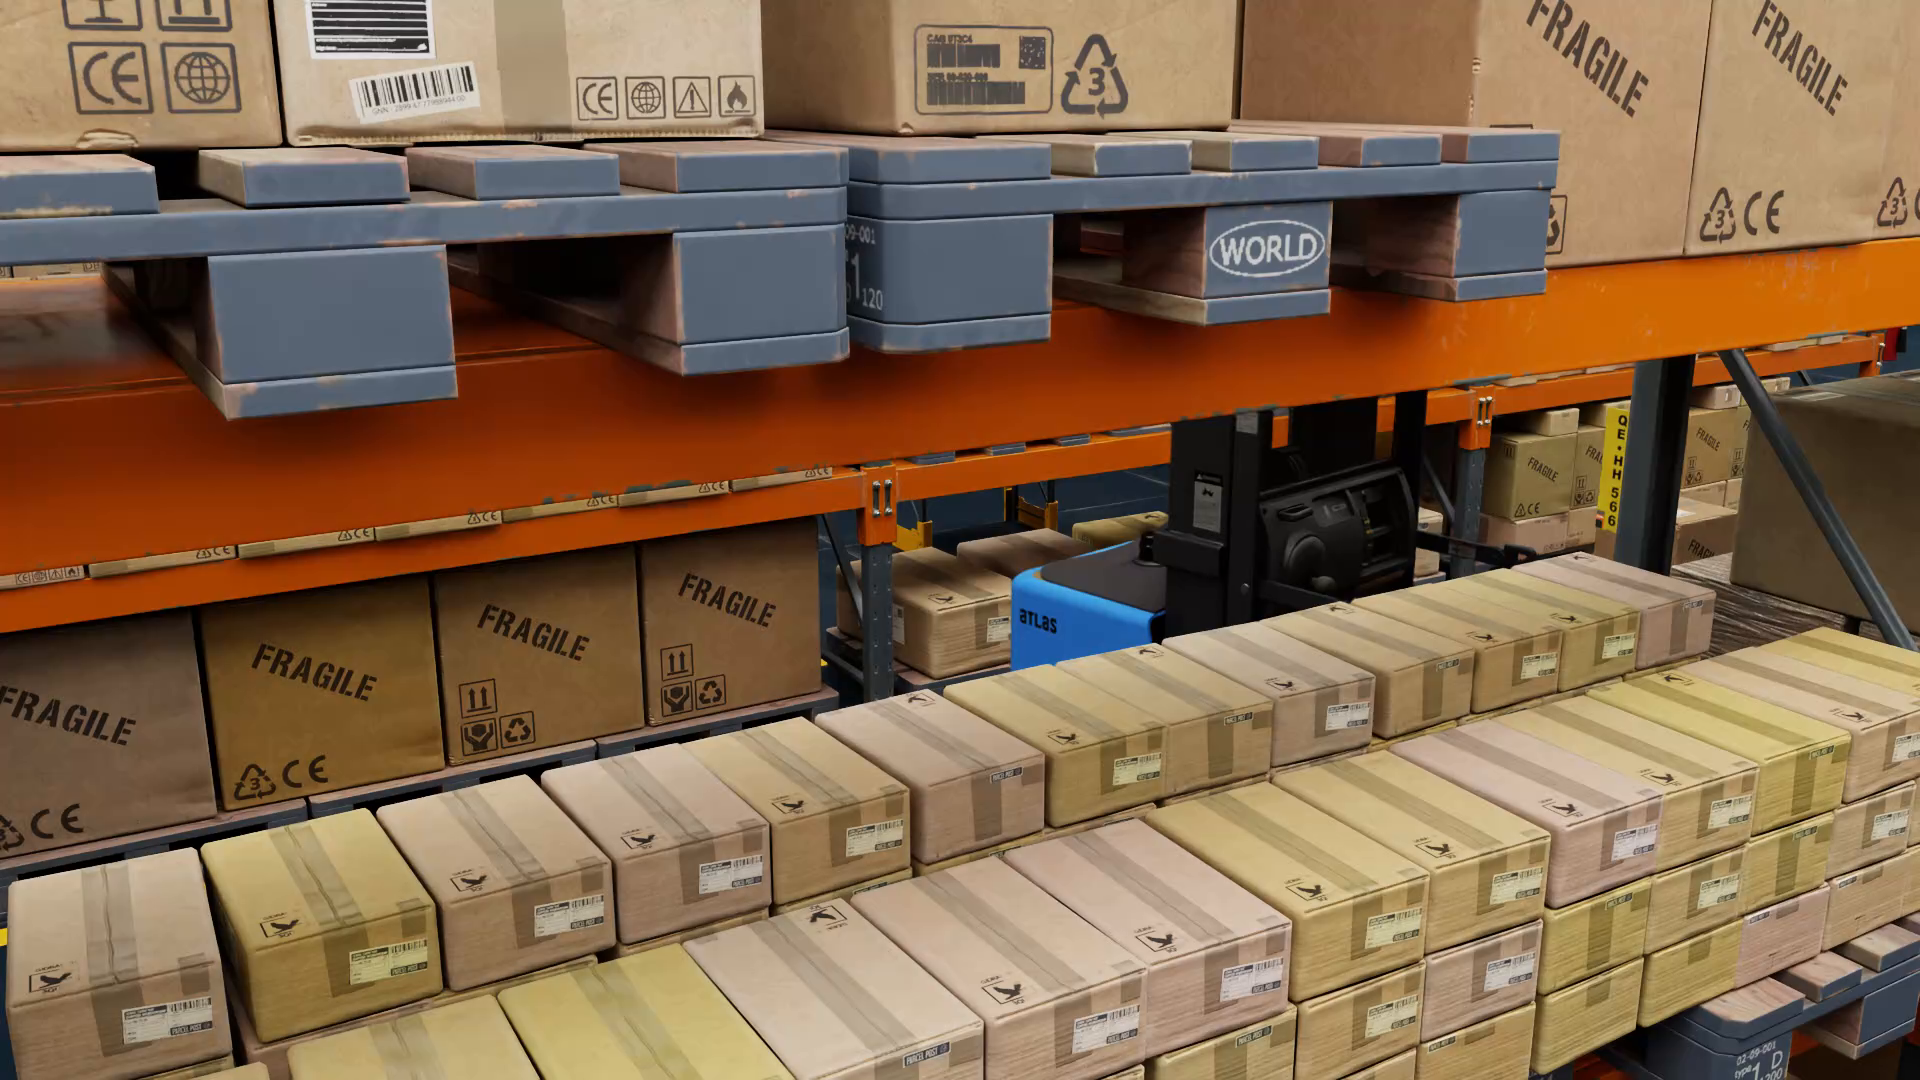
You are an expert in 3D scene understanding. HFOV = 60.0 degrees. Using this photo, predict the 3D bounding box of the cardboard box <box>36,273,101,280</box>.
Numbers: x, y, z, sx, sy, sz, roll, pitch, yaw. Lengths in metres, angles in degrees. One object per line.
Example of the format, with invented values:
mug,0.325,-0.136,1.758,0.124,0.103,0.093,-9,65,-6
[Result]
cardboard box,-3.363,-0.792,6.641,0.500,0.500,0.500,-9,18,-29

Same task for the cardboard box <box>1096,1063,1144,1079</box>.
cardboard box,0.049,0.743,2.339,0.250,0.149,0.380,-8,18,-27

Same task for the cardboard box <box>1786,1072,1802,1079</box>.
cardboard box,1.557,1.302,3.670,0.500,0.250,0.500,-10,18,-31

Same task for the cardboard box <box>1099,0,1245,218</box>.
cardboard box,0.531,-0.826,3.058,0.500,0.500,0.500,-9,18,-30

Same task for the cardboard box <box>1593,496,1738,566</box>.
cardboard box,3.744,0.066,8.846,0.500,0.500,0.500,-9,18,-30

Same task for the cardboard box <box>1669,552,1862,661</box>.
cardboard box,2.256,0.333,4.478,0.500,0.500,0.500,-9,18,-30

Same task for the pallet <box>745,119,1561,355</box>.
pallet,0.051,-0.498,2.418,1.003,0.211,1.213,-9,18,-30

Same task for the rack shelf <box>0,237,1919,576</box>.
rack shelf,0.294,-0.314,2.747,4.000,0.370,1.077,-9,18,-30

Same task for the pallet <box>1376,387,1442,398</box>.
pallet,2.071,-1.016,9.832,1.213,0.211,1.003,-9,18,-30

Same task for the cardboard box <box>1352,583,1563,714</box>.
cardboard box,1.071,0.229,3.620,0.250,0.149,0.380,-9,18,-30

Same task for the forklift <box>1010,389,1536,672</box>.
forklift,1.574,-0.037,6.111,1.130,2.935,3.031,-14,21,-41

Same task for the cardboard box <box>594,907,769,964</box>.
cardboard box,-0.509,0.627,2.752,0.250,0.149,0.380,-10,18,-32

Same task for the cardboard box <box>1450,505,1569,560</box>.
cardboard box,3.446,-0.079,10.449,0.500,0.250,0.500,-10,19,-32

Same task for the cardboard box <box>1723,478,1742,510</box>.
cardboard box,5.228,-0.370,11.490,0.500,0.250,0.500,-9,18,-30

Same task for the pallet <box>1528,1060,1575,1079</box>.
pallet,0.333,0.883,3.057,1.213,0.211,1.003,-9,18,-30

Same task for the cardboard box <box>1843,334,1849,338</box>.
cardboard box,6.020,-1.515,11.721,0.250,0.149,0.380,-9,18,-28

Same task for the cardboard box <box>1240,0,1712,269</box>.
cardboard box,0.797,-0.707,2.632,0.500,0.500,0.500,-9,18,-30

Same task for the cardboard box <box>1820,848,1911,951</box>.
cardboard box,1.609,0.634,3.278,0.250,0.149,0.380,-9,18,-30

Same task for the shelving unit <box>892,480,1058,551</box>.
shelving unit,0.065,-0.733,11.245,1.083,1.500,0.587,-9,18,-30

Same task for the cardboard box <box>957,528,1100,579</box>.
cardboard box,0.491,0.258,9.024,0.625,0.372,0.950,-10,18,-31

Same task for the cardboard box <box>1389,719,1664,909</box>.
cardboard box,0.947,0.454,2.819,0.250,0.149,0.380,-9,18,-30

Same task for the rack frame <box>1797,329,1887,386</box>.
rack frame,6.230,-1.737,12.049,0.127,3.000,1.000,-9,18,-30

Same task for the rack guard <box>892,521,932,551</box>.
rack guard,-0.362,-0.062,11.167,0.087,0.250,0.587,-9,18,-30

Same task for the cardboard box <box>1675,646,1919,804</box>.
cardboard box,1.608,0.347,3.199,0.250,0.149,0.380,-9,18,-30

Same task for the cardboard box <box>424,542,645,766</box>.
cardboard box,-2.029,0.396,7.599,0.875,0.875,0.875,-9,18,-29

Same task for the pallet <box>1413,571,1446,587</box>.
pallet,2.135,0.270,10.054,1.213,0.211,1.003,-9,18,-30

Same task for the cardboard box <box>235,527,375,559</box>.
cardboard box,-2.653,-0.137,6.618,0.500,0.250,0.500,-9,18,-30

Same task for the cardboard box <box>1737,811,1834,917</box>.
cardboard box,1.368,0.531,3.096,0.250,0.149,0.380,-9,18,-28

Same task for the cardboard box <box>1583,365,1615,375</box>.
cardboard box,3.868,-1.147,10.409,0.250,0.149,0.380,-9,18,-28

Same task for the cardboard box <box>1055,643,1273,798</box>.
cardboard box,0.387,0.341,3.221,0.250,0.149,0.380,-9,18,-28

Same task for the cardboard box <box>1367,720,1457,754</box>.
cardboard box,0.816,0.414,3.513,0.250,0.149,0.380,-9,18,-29

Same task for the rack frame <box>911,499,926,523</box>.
rack frame,-0.363,-0.663,10.998,0.032,1.500,0.500,-9,18,-30

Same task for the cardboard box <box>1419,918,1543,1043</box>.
cardboard box,0.715,0.636,2.721,0.250,0.149,0.380,-9,18,-28

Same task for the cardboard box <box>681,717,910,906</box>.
cardboard box,-0.287,0.451,2.830,0.250,0.149,0.380,-10,18,-32

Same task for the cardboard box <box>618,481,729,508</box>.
cardboard box,-1.357,-0.348,7.371,0.500,0.250,0.500,-9,18,-29

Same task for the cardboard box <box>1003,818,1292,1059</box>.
cardboard box,0.262,0.566,2.417,0.250,0.149,0.380,-8,18,-28

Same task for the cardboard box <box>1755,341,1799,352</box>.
cardboard box,5.424,-1.380,11.241,0.250,0.149,0.380,-9,18,-29

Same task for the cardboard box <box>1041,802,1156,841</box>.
cardboard box,0.158,0.520,3.132,0.250,0.149,0.380,-8,18,-28

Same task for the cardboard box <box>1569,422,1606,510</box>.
cardboard box,3.899,-0.517,10.623,0.500,0.500,0.500,-8,18,-27

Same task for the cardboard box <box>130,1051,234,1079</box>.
cardboard box,-1.181,0.737,2.360,0.250,0.149,0.380,-9,18,-28

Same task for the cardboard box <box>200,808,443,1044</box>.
cardboard box,-0.947,0.556,2.454,0.250,0.149,0.380,-10,18,-31

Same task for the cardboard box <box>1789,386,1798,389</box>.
cardboard box,5.678,-0.805,11.650,0.500,0.500,0.500,-9,18,-29

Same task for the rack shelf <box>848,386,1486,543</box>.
rack shelf,1.087,-0.557,9.171,4.000,0.370,1.077,-9,18,-30

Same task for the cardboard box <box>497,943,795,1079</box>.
cardboard box,-0.389,0.671,2.044,0.250,0.149,0.380,-9,18,-29

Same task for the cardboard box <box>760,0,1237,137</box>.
cardboard box,-0.028,-0.818,2.245,0.637,0.503,0.797,-9,18,-30

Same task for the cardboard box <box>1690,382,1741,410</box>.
cardboard box,4.954,-0.980,11.073,0.250,0.149,0.380,-8,18,-27

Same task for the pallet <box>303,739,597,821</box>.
pallet,-2.386,0.978,7.528,1.213,0.211,1.003,-9,18,-30

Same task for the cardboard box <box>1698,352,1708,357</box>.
cardboard box,4.700,-1.307,10.979,0.250,0.149,0.380,-9,18,-30

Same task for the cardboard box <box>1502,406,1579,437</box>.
cardboard box,3.584,-0.756,10.273,0.250,0.149,0.380,-9,18,-29

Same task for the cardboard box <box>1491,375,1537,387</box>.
cardboard box,3.237,-1.030,9.991,0.250,0.149,0.380,-9,18,-30

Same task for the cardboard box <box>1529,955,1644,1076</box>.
cardboard box,0.943,0.742,2.895,0.250,0.149,0.380,-10,19,-32

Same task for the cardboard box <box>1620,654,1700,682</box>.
cardboard box,1.491,0.303,3.909,0.250,0.149,0.380,-8,18,-27
